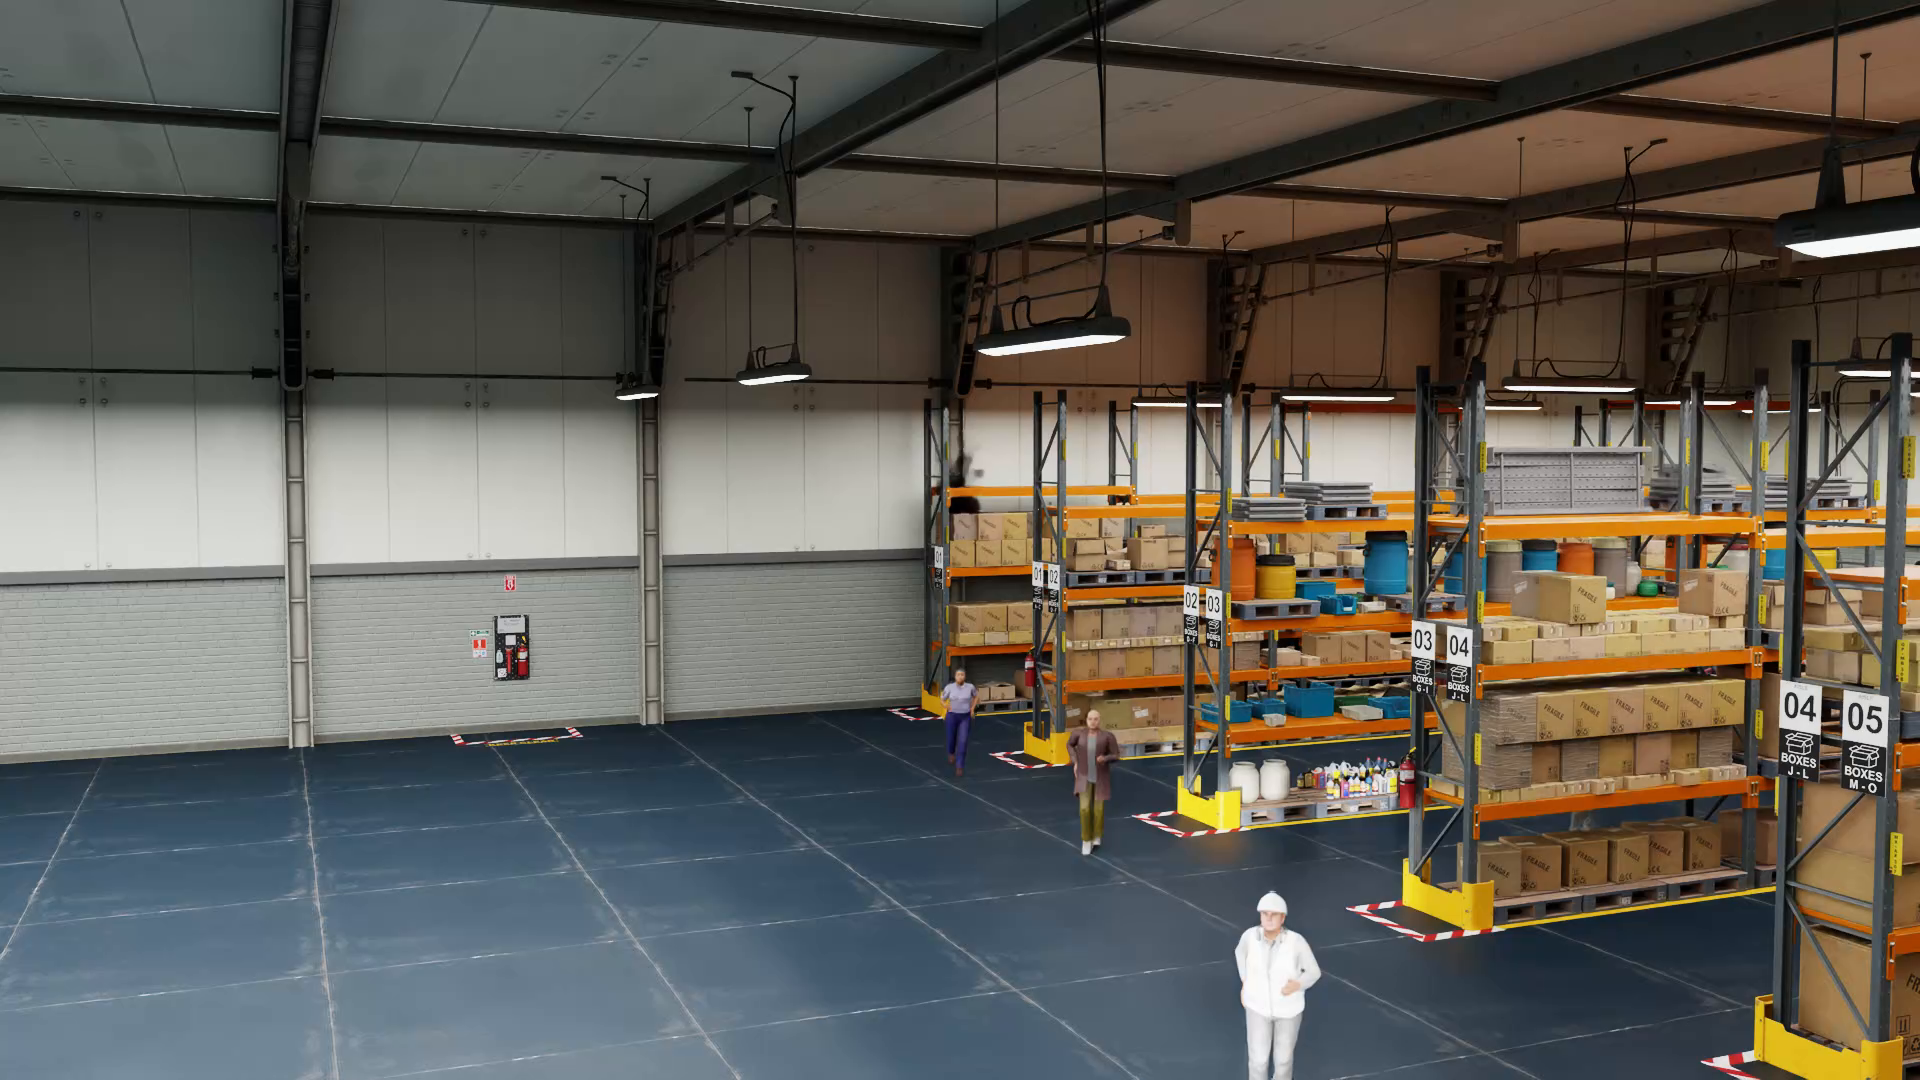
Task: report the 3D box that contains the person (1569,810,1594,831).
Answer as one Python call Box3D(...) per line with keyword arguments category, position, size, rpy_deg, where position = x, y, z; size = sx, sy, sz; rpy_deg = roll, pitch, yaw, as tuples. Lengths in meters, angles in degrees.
Box3D(category="person", position=(7.978, 3.057, 21.461), size=(0.816, 1.737, 0.557), rpy_deg=(-2, 4, -33))

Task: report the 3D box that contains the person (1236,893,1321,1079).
Box3D(category="person", position=(2.378, 3.542, 12.491), size=(0.651, 1.828, 0.788), rpy_deg=(1, 3, 15))

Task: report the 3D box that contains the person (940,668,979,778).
Box3D(category="person", position=(-0.010, 2.819, 25.971), size=(0.613, 1.648, 0.927), rpy_deg=(0, 3, -2))

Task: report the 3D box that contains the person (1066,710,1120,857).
Box3D(category="person", position=(1.664, 3.054, 20.941), size=(0.695, 1.831, 0.779), rpy_deg=(0, 3, 8))
